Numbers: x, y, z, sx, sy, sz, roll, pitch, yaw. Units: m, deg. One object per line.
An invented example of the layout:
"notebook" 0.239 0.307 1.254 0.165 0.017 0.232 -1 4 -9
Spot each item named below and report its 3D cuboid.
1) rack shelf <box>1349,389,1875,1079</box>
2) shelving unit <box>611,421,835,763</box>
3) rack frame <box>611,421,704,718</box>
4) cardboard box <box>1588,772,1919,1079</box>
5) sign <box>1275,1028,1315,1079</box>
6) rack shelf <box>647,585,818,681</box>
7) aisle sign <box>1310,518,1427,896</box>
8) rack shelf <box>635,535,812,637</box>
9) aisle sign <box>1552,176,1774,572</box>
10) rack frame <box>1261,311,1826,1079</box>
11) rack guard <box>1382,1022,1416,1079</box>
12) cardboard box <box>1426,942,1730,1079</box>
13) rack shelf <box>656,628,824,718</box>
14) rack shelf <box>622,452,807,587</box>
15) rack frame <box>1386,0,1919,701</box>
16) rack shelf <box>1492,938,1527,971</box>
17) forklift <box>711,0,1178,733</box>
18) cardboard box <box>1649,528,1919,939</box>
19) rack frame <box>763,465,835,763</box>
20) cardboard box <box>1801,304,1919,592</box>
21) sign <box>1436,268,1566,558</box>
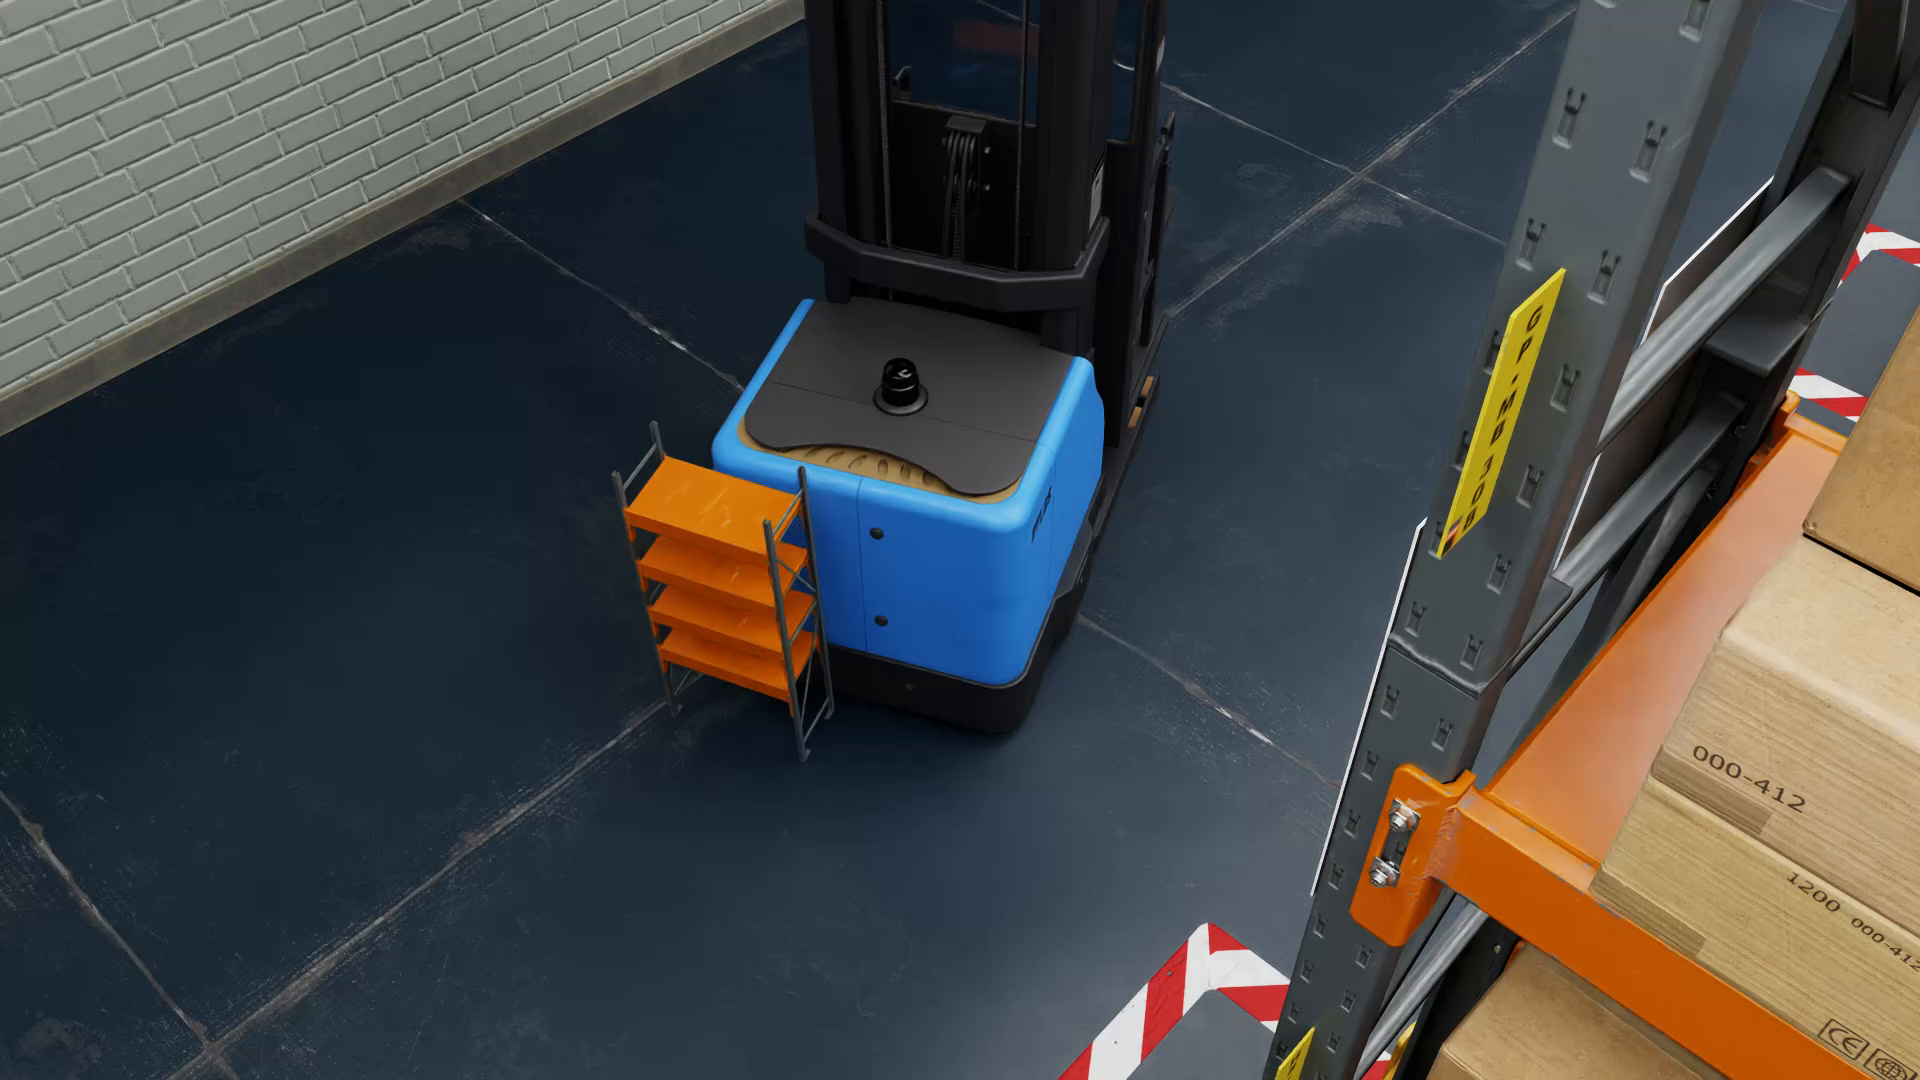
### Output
"rack shelf" 2.371 1.125 1.572 4.000 0.370 1.077 34 55 28
"shelving unit" -0.716 0.195 5.237 0.503 1.200 0.258 17 51 15
"rack frame" -0.941 0.127 5.301 0.015 1.200 0.240 17 51 15
"cardboard box" 1.107 0.332 1.926 0.500 0.250 0.500 34 55 28
"sign" 0.534 0.911 2.743 0.005 0.325 0.100 34 55 28
"rack shelf" -0.715 0.240 5.287 0.480 0.148 0.258 17 51 15
"aisle sign" 0.652 0.151 2.268 0.004 0.787 0.394 34 55 28
"rack shelf" -0.718 0.092 5.119 0.480 0.148 0.258 17 51 15
"aisle sign" 1.059 -0.171 2.570 0.004 0.787 0.394 34 55 28
"rack frame" 0.902 0.917 3.332 0.127 3.000 1.000 34 55 28
"rack guard" 0.957 1.810 4.208 0.348 0.500 1.175 34 55 28
"cardboard box" 1.049 0.901 2.592 0.500 0.500 0.500 36 56 29
"rack shelf" -0.712 0.370 5.437 0.480 0.148 0.258 17 51 15
"rack shelf" -0.721 -0.063 4.941 0.480 0.148 0.258 17 51 15
"rack frame" 0.902 -1.137 1.145 0.127 3.000 1.000 34 55 28
"rack shelf" 2.371 2.152 2.665 4.000 0.370 1.077 34 55 28
"forklift" 0.170 -1.458 5.609 1.130 2.935 3.031 14 48 13
"cardboard box" 1.103 0.164 1.741 0.500 0.250 0.500 34 55 28
"rack frame" -0.491 0.264 5.172 0.015 1.200 0.240 17 51 15
"cardboard box" 1.290 -0.241 1.607 0.500 0.500 0.700 34 55 28
"sign" 0.534 -0.118 1.646 0.005 0.325 0.100 34 55 28
